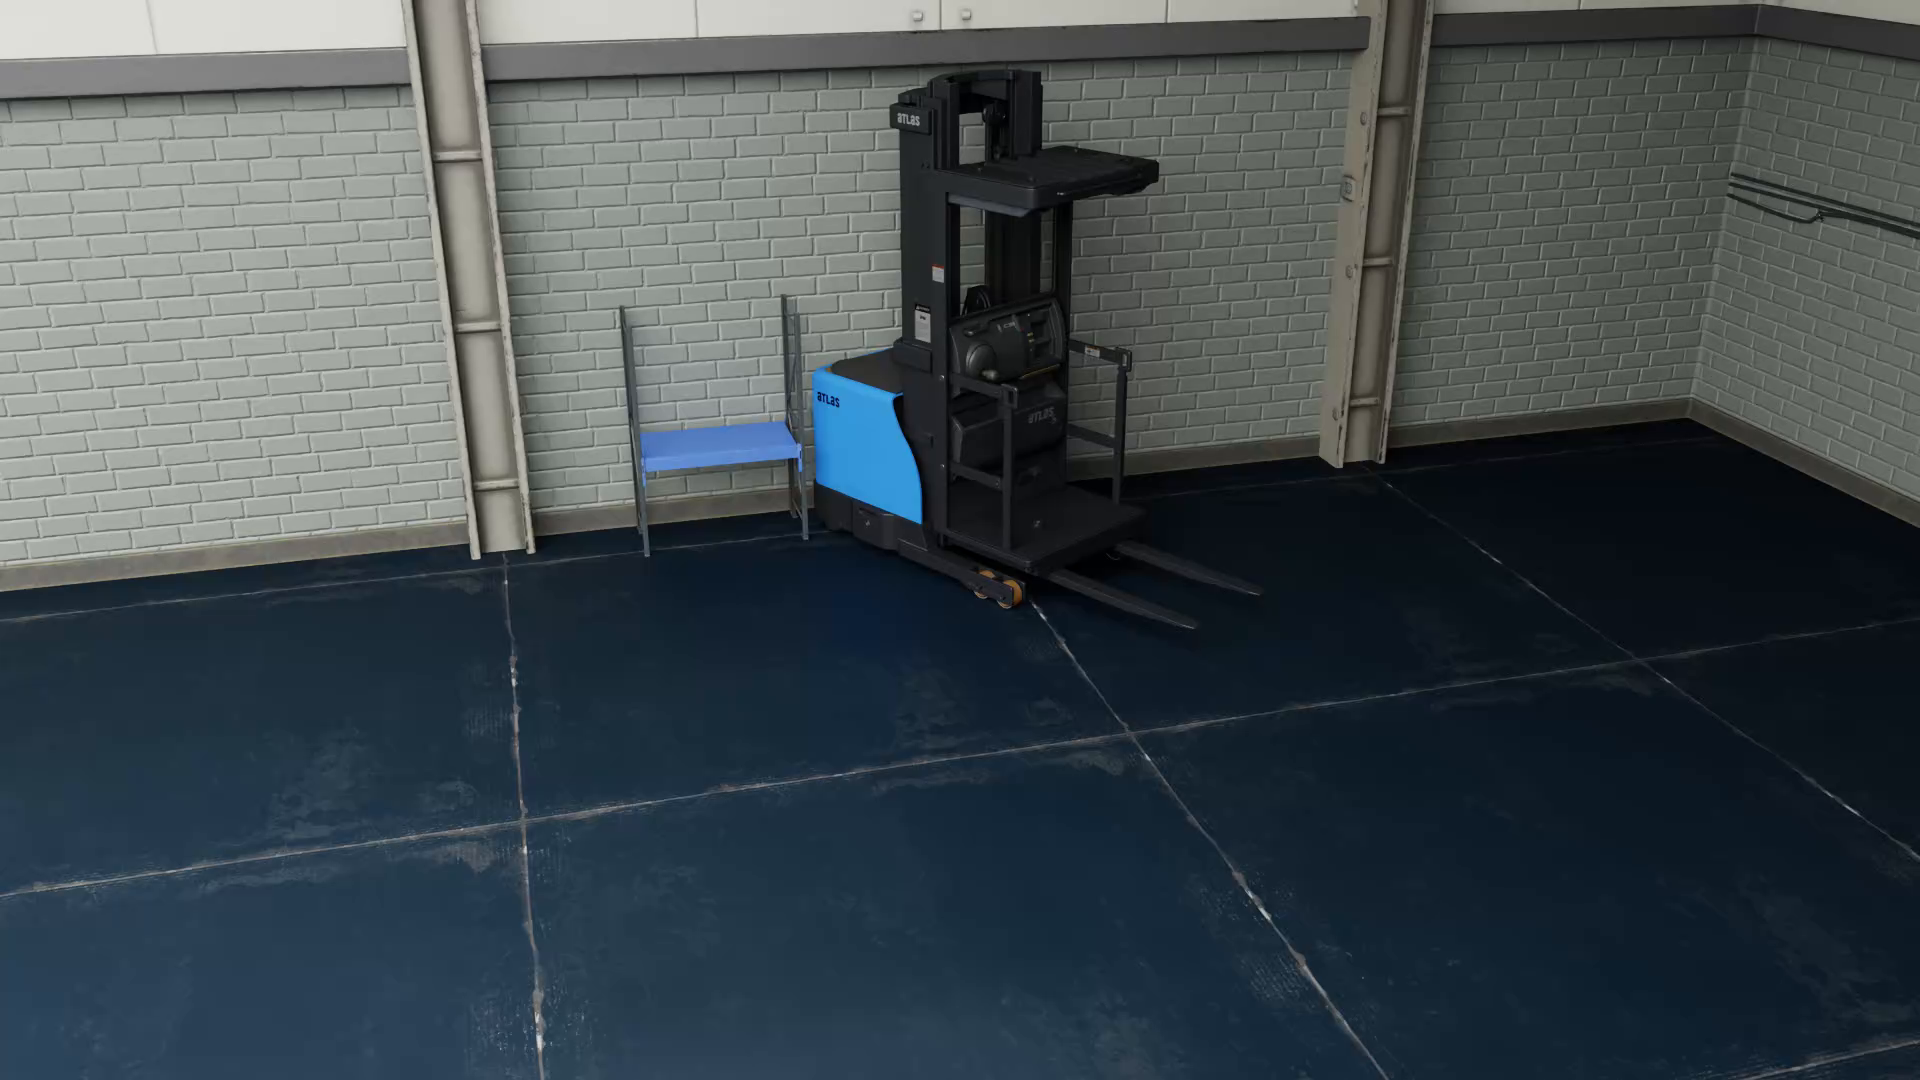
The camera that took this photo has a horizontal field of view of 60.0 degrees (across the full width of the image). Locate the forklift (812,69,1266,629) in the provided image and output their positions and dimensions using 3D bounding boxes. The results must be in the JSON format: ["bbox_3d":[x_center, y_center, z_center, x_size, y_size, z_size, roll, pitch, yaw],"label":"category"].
[{"bbox_3d":[0.441,-1.174,9.768,3.031,2.935,1.130,21,31,40],"label":"forklift"}]

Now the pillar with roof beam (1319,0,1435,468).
[{"bbox_3d":[4.017,-3.096,6.554,0.400,9.000,9.100,-6,24,-14],"label":"pillar with roof beam"}]

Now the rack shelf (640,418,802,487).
[{"bbox_3d":[-1.551,-0.566,10.623,1.000,0.185,0.538,-6,24,-14],"label":"rack shelf"}]

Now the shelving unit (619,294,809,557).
[{"bbox_3d":[-1.551,-0.731,10.552,1.048,1.500,0.538,-6,24,-14],"label":"shelving unit"}]

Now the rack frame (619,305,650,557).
[{"bbox_3d":[-2.040,-0.677,10.425,0.032,1.500,0.500,-6,24,-14],"label":"rack frame"}]

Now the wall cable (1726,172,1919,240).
[{"bbox_3d":[6.048,-3.116,10.537,0.112,2.526,3.097,-6,24,-14],"label":"wall cable"}]

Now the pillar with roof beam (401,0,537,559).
[{"bbox_3d":[-1.760,-2.457,5.065,0.400,9.000,9.100,-6,24,-14],"label":"pillar with roof beam"}]

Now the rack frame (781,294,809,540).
[{"bbox_3d":[-1.062,-0.785,10.678,0.032,1.500,0.500,-6,24,-14],"label":"rack frame"}]
